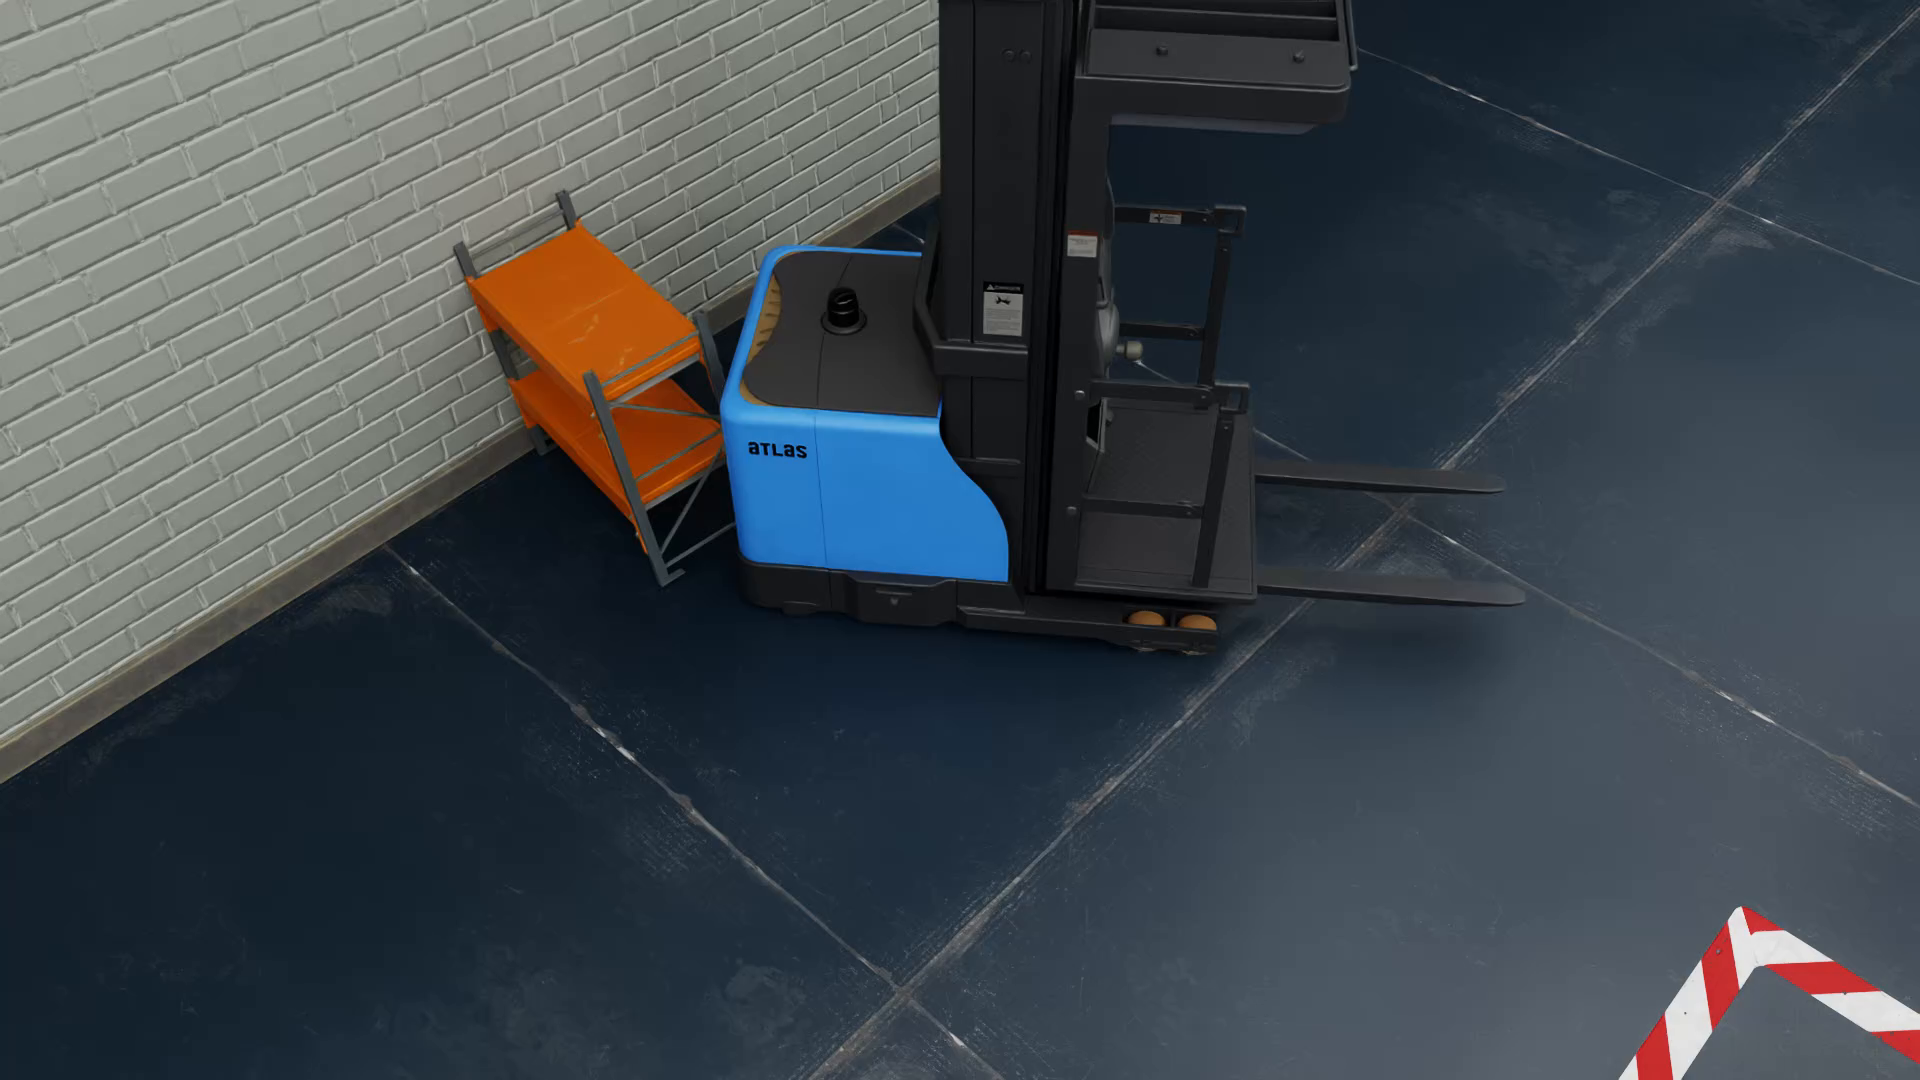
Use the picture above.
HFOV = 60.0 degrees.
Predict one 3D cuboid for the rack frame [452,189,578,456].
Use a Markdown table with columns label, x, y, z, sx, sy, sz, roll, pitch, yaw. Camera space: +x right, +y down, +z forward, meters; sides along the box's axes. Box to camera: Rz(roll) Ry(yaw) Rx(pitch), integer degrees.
| label | x | y | z | sx | sy | sz | roll | pitch | yaw |
| --- | --- | --- | --- | --- | --- | --- | --- | --- | --- |
| rack frame | -1.685 | -0.873 | 6.870 | 0.500 | 1.125 | 0.032 | -34 | 52 | -21 |

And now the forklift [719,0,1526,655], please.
| label | x | y | z | sx | sy | sz | roll | pitch | yaw |
| --- | --- | --- | --- | --- | --- | --- | --- | --- | --- |
| forklift | 0.684 | -0.968 | 5.757 | 3.031 | 2.935 | 1.130 | 4 | 47 | 4 |

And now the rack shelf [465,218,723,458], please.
| label | x | y | z | sx | sy | sz | roll | pitch | yaw |
| --- | --- | --- | --- | --- | --- | --- | --- | --- | --- |
| rack shelf | -1.401 | -0.792 | 6.363 | 0.538 | 0.278 | 1.000 | -34 | 52 | -21 |

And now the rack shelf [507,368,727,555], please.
| label | x | y | z | sx | sy | sz | roll | pitch | yaw |
| --- | --- | --- | --- | --- | --- | --- | --- | --- | --- |
| rack shelf | -1.346 | -0.435 | 6.760 | 0.538 | 0.278 | 1.000 | -34 | 52 | -21 |

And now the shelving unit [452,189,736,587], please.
| label | x | y | z | sx | sy | sz | roll | pitch | yaw |
| --- | --- | --- | --- | --- | --- | --- | --- | --- | --- |
| shelving unit | -1.371 | -0.598 | 6.579 | 0.538 | 1.125 | 1.048 | -34 | 52 | -21 |

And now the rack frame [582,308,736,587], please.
| label | x | y | z | sx | sy | sz | roll | pitch | yaw |
| --- | --- | --- | --- | --- | --- | --- | --- | --- | --- |
| rack frame | -1.057 | -0.323 | 6.289 | 0.500 | 1.125 | 0.032 | -34 | 52 | -21 |
